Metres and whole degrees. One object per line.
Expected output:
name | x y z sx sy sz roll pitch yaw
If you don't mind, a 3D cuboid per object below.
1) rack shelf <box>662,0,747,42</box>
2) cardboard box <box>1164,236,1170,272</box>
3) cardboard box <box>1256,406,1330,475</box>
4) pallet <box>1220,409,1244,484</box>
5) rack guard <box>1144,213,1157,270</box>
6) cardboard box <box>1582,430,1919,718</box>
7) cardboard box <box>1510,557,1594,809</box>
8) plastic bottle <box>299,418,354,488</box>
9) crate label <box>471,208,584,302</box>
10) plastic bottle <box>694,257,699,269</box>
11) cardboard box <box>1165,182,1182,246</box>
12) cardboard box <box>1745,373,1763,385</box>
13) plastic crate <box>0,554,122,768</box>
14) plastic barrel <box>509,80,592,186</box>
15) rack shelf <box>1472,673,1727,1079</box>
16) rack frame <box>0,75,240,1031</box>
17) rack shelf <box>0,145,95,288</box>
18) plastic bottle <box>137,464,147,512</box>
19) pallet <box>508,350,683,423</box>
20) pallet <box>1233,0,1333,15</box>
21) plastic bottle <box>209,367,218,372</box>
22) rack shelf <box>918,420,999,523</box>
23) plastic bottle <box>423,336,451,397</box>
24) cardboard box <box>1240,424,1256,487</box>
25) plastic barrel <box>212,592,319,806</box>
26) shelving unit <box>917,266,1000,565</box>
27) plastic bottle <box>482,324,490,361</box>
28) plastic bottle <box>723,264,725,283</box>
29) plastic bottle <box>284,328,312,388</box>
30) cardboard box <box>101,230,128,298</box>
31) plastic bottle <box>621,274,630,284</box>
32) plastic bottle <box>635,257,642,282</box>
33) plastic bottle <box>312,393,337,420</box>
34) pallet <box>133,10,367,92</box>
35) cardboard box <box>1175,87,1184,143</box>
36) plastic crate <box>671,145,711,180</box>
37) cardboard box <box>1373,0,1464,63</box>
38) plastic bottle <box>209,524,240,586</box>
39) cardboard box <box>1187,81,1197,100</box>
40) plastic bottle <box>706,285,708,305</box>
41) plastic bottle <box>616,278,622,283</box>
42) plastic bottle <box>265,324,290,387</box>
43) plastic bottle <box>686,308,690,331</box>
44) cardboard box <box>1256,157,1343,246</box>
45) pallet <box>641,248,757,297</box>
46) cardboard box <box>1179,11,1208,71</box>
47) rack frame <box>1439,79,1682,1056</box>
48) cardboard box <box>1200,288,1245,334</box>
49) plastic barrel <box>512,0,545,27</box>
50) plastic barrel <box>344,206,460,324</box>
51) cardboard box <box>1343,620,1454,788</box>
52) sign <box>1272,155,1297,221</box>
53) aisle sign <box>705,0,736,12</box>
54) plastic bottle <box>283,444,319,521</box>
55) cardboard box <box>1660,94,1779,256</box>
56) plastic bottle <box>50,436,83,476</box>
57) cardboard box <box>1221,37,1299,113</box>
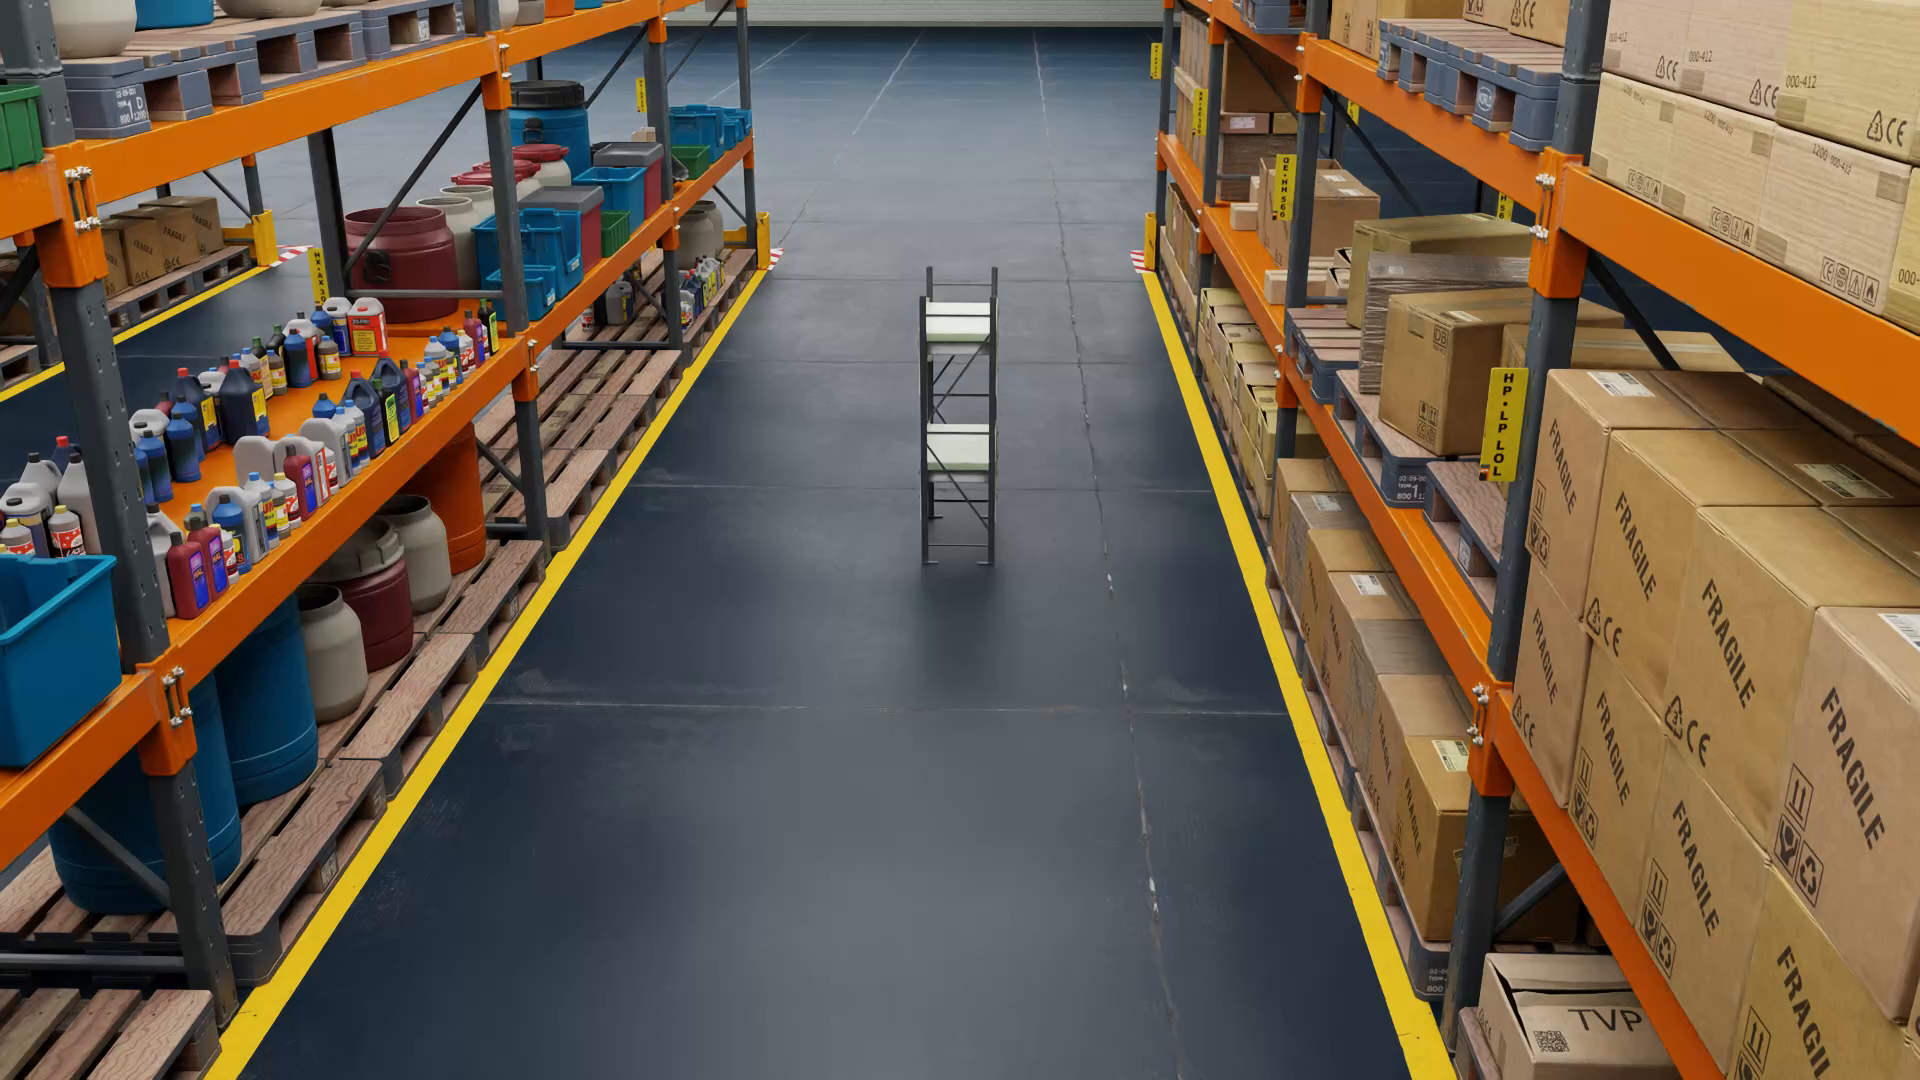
rack shelf | -2.589 -4.507 13.846 1.077 0.370 4.000 1 21 2
cardboard box | 2.172 -2.653 15.440 0.500 0.250 0.500 1 21 2
cardboard box | 1.949 -0.586 9.338 0.500 0.311 0.500 1 21 3
pallet | 2.283 -0.656 10.927 1.003 0.211 1.213 1 21 2
rack guard | 2.423 -2.955 16.452 1.175 0.500 0.348 1 21 2
cardboard box | 1.747 0.069 3.685 0.500 0.500 0.500 0 21 0
cardboard box | 1.770 0.362 4.310 0.500 0.500 0.500 1 21 3
plastic bottle | -2.463 -0.352 6.462 0.152 0.276 0.135 1 21 2
crate label | -2.471 -1.647 9.579 0.502 0.435 0.616 1 21 2
plastic bottle | -2.288 -2.347 14.578 0.061 0.283 0.133 1 21 2
cardboard box | 2.171 -3.002 15.304 0.500 0.500 0.500 1 21 2
cardboard box | 2.295 -0.184 5.137 0.700 0.500 0.500 -7 22 -17
plastic crate | -2.567 0.324 4.487 0.392 0.384 0.575 1 21 2
plastic barrel | -2.965 -2.818 11.952 0.600 0.901 0.708 1 21 2
rack shelf | 1.997 1.286 3.062 1.077 0.370 4.000 1 21 2
rack frame | -2.893 0.172 4.940 1.000 3.000 0.127 1 21 2
rack shelf | -2.954 -0.168 2.664 1.077 0.370 4.000 1 21 2
plastic bottle | -3.043 -0.206 5.983 0.144 0.351 0.185 1 21 2
pallet | -2.635 -1.136 12.166 1.003 0.211 1.213 1 21 2
pallet | 2.141 -3.180 9.692 1.003 0.211 1.213 2 21 4
plastic bottle | -3.174 -0.602 7.113 0.097 0.271 0.097 0 21 0
rack shelf | 0.000 -0.398 9.382 0.431 0.370 0.720 1 21 2
plastic bottle | -2.398 -0.798 7.616 0.097 0.271 0.097 0 21 0
cardboard box | 1.963 -0.512 9.922 0.500 0.250 0.500 0 21 1
plastic barrel | -2.838 0.502 6.410 0.600 0.901 0.708 1 21 2
shelving unit | 0.000 -0.702 9.264 0.431 1.500 0.755 1 21 2
plastic bottle | -2.379 -0.989 8.207 0.097 0.201 0.097 0 21 0
plastic bottle | -2.146 -2.399 14.825 0.097 0.201 0.097 0 21 0
plastic bottle | -3.092 -0.852 7.756 0.097 0.271 0.097 0 21 0
cardboard box | -7.598 -2.382 14.397 0.500 0.500 0.500 -1 21 -3
plastic bottle | -2.800 -2.090 13.915 0.061 0.283 0.133 1 21 2
plastic bottle | -2.895 -2.448 14.855 0.097 0.271 0.097 0 21 0
plastic bottle | -2.571 -0.464 6.755 0.097 0.271 0.097 0 21 0
pallet | -2.936 -1.833 6.221 1.003 0.211 1.213 1 21 2
cardboard box | 2.395 -3.989 15.525 0.700 0.500 0.500 1 21 2
plastic crate | -2.327 -3.110 13.690 0.450 0.188 0.662 1 21 2
cardboard box | 2.168 -2.133 6.595 0.910 0.500 0.500 1 21 2
plastic bottle | -2.467 0.046 5.538 0.097 0.201 0.097 0 21 0
cardboard box | 2.158 -3.855 14.283 0.380 0.149 0.250 0 21 1
plastic bottle | -2.173 -2.079 14.001 0.097 0.201 0.097 0 21 0
plastic bottle | -2.903 -2.113 13.882 0.144 0.351 0.185 1 21 1
plastic bottle | -3.172 -0.852 7.739 0.061 0.283 0.133 1 21 2
plastic bottle | -2.199 -1.768 13.200 0.097 0.201 0.097 0 21 0
cardboard box | 2.245 -2.244 11.026 0.500 0.500 0.500 2 21 6
pallet | -2.514 -2.545 15.797 1.003 0.211 1.213 1 21 2
cardboard box | 2.394 -4.575 15.241 0.700 0.500 0.500 1 21 2
rack frame | 2.058 0.228 4.796 1.000 3.000 0.127 1 21 2
cardboard box | 2.039 -1.694 12.192 0.500 0.311 0.500 1 21 2
plastic barrel | -2.530 -3.201 8.793 0.600 0.901 0.600 0 21 0
plastic barrel | -3.061 -1.509 9.083 0.600 0.536 0.708 1 21 2
cardboard box | 1.825 0.646 6.564 0.500 0.500 0.500 1 21 2
sign | 1.624 -1.763 8.326 0.100 0.325 0.005 1 21 2
aisle sign | -2.229 -5.402 15.710 0.394 0.787 0.004 1 21 2
plastic bottle | -2.429 -0.223 6.118 0.061 0.283 0.133 1 21 2
cardboard box | 1.776 -0.747 3.368 0.500 0.250 0.500 1 21 2
plastic bottle | -3.187 -0.208 5.987 0.144 0.351 0.185 1 21 2
cardboard box | 2.308 -3.477 12.411 0.700 0.500 0.500 1 21 2
